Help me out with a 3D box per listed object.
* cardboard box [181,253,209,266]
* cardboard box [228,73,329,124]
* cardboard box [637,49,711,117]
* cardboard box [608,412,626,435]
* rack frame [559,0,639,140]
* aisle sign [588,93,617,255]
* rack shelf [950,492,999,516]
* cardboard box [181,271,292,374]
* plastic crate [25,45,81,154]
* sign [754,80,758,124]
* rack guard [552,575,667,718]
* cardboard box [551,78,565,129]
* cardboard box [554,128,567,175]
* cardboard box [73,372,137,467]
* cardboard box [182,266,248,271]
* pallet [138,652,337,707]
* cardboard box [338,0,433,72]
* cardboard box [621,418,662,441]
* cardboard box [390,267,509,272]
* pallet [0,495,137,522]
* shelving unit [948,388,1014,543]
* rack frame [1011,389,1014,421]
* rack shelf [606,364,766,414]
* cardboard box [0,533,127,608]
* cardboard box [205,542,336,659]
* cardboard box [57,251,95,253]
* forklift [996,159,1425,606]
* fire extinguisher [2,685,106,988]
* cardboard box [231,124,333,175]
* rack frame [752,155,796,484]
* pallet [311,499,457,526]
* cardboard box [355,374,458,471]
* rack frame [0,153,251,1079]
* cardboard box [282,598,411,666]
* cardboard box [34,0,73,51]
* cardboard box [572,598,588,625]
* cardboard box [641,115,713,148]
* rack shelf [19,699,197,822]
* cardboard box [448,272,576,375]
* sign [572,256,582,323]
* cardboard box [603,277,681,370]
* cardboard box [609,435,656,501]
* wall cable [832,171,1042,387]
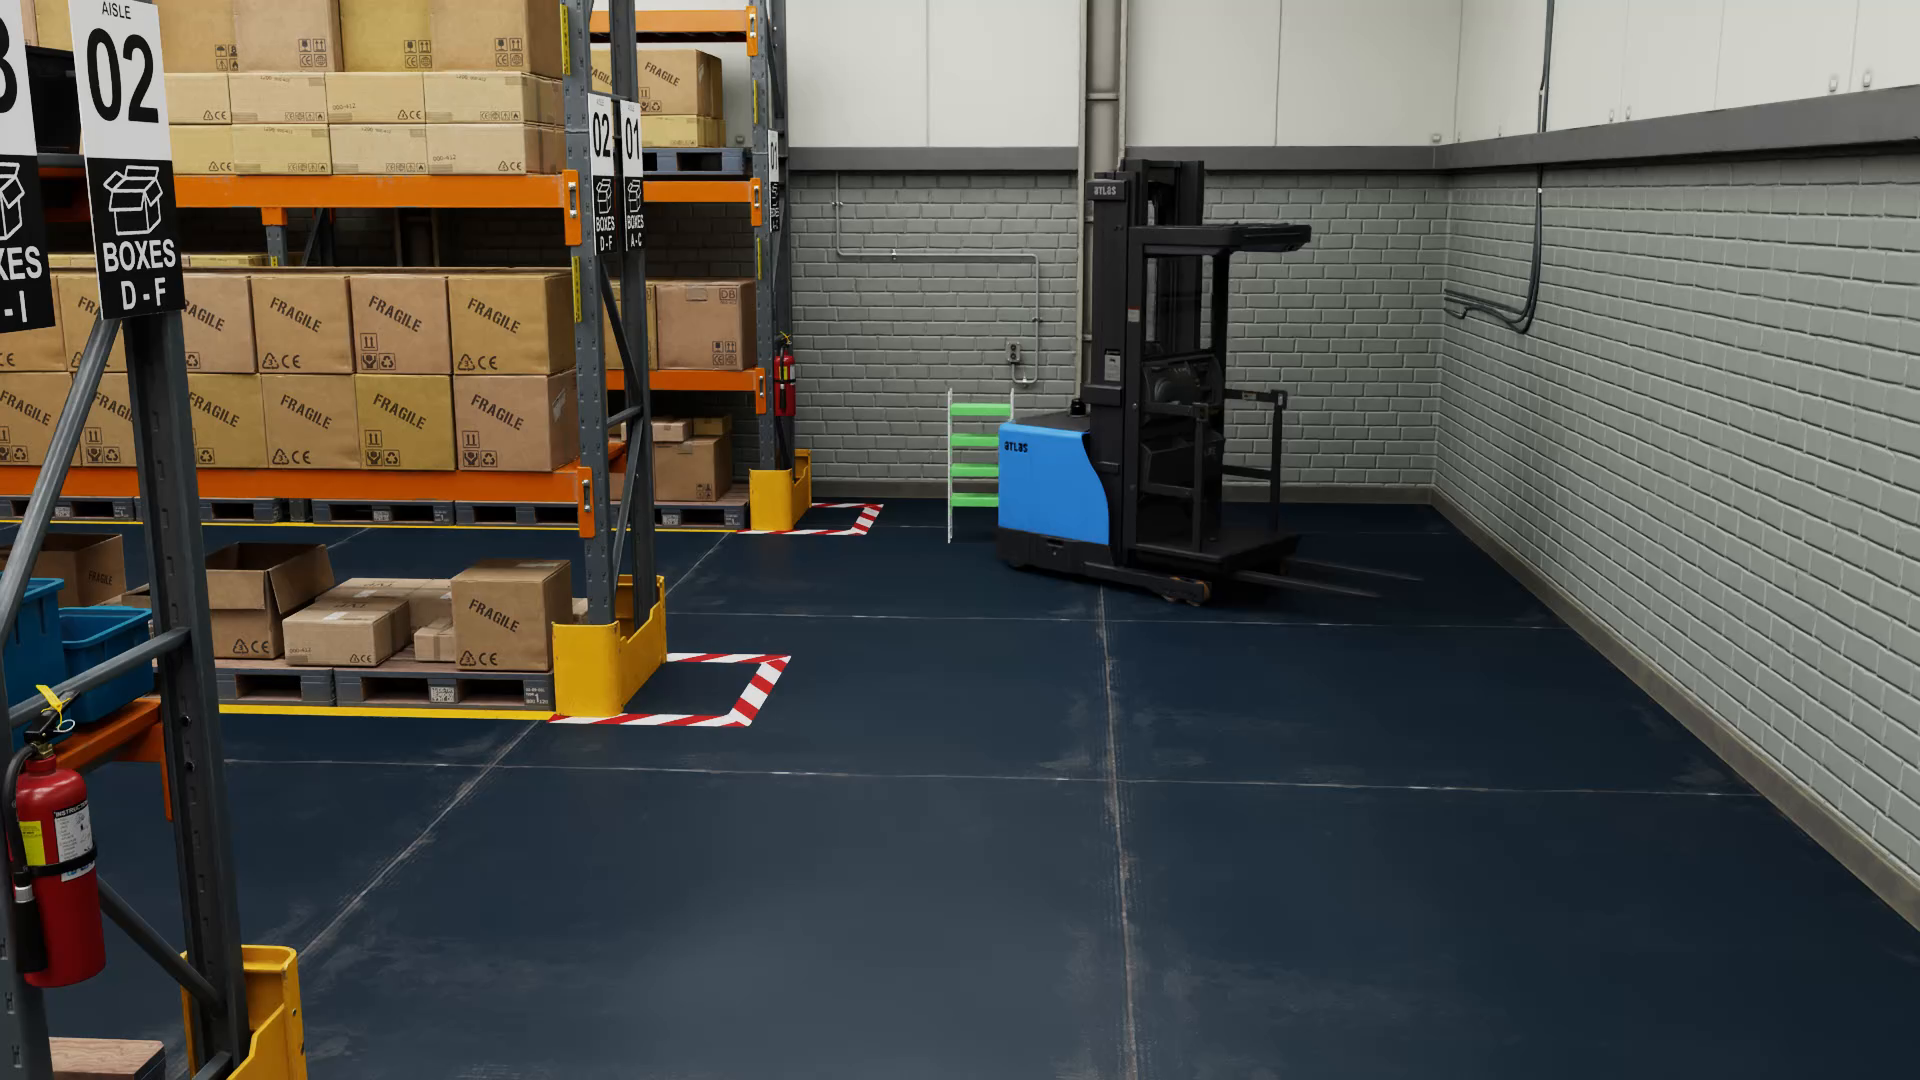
[{"bbox_3d":[-6.524,-2.251,13.853,0.500,0.250,0.500,1,12,5],"label":"cardboard box"},{"bbox_3d":[-3.395,-2.259,8.559,0.500,0.250,0.500,1,12,4],"label":"cardboard box"},{"bbox_3d":[-2.289,-3.633,13.247,0.500,0.500,0.500,1,12,4],"label":"cardboard box"},{"bbox_3d":[-2.863,-1.000,14.218,0.250,0.149,0.380,1,12,4],"label":"cardboard box"},{"bbox_3d":[-1.868,-3.586,8.435,0.127,3.000,1.000,1,12,4],"label":"rack frame"},{"bbox_3d":[-1.820,-1.859,8.479,0.004,0.787,0.394,1,12,4],"label":"aisle sign"},{"bbox_3d":[0.165,-0.288,13.197,0.480,0.148,0.258,1,12,4],"label":"rack shelf"},{"bbox_3d":[-3.865,-1.158,8.792,0.500,0.500,0.500,1,12,6],"label":"cardboard box"},{"bbox_3d":[-2.568,-1.104,4.215,0.590,0.269,0.497,1,12,4],"label":"plastic crate"},{"bbox_3d":[-1.591,-3.414,12.968,0.005,0.325,0.100,1,12,4],"label":"sign"},{"bbox_3d":[-1.944,0.573,9.310,0.348,0.500,1.175,1,12,4],"label":"rack guard"},{"bbox_3d":[-2.363,-2.350,8.994,0.500,0.250,0.500,1,12,4],"label":"cardboard box"},{"bbox_3d":[-2.364,-2.104,9.039,0.500,0.250,0.500,1,12,4],"label":"cardboard box"},{"bbox_3d":[-4.359,-0.677,8.935,0.500,0.500,0.500,1,12,3],"label":"cardboard box"},{"bbox_3d":[-4.323,-1.276,9.354,0.500,0.500,0.500,1,12,4],"label":"cardboard box"},{"bbox_3d":[-3.953,0.686,9.473,1.213,0.211,1.003,1,12,4],"label":"pallet"},{"bbox_3d":[-2.875,-2.684,8.762,0.500,0.500,0.700,1,12,4],"label":"cardboard box"},{"bbox_3d":[-2.641,-0.918,13.828,0.250,0.149,0.380,1,12,5],"label":"cardboard box"},{"bbox_3d":[-2.815,-1.254,9.250,0.500,0.500,0.500,1,12,4],"label":"cardboard box"},{"bbox_3d":[-7.527,-0.363,14.488,1.213,0.211,1.003,1,12,4],"label":"pallet"},{"bbox_3d":[0.165,-0.585,13.134,0.503,1.200,0.258,1,12,4],"label":"shelving unit"},{"bbox_3d":[0.409,-0.582,13.118,0.015,1.200,0.240,1,12,4],"label":"rack frame"},{"bbox_3d":[-3.536,-1.337,14.091,4.000,0.370,1.077,1,12,4],"label":"rack shelf"},{"bbox_3d":[-5.272,0.253,9.761,0.500,0.500,0.500,1,12,4],"label":"cardboard box"},{"bbox_3d":[-3.984,0.327,9.403,0.637,0.503,0.797,1,12,4],"label":"cardboard box"},{"bbox_3d":[-7.517,-2.367,14.407,0.500,0.250,0.500,1,12,2],"label":"cardboard box"},{"bbox_3d":[1.709,-1.113,11.430,3.031,2.935,1.130,10,16,40],"label":"forklift"},{"bbox_3d":[-2.083,0.677,3.804,0.183,0.674,0.296,1,12,4],"label":"fire extinguisher"},{"bbox_3d":[-3.396,-2.011,8.597,0.500,0.250,0.500,1,12,4],"label":"cardboard box"},{"bbox_3d":[-1.541,-1.662,13.887,0.127,3.000,1.000,1,12,4],"label":"rack frame"},{"bbox_3d":[-4.778,-0.325,14.308,1.213,0.211,1.003,1,12,4],"label":"pallet"},{"bbox_3d":[-2.851,-0.656,8.833,0.500,0.500,0.500,1,12,4],"label":"cardboard box"},{"bbox_3d":[-2.203,0.362,4.211,0.127,3.000,1.000,1,12,4],"label":"rack frame"},{"bbox_3d":[-3.373,0.504,9.172,0.500,0.250,0.500,1,12,4],"label":"cardboard box"},{"bbox_3d":[-4.383,-2.671,8.698,0.500,0.500,0.700,1,12,4],"label":"cardboard box"},{"bbox_3d":[-2.263,0.454,9.659,0.250,0.149,0.380,1,12,4],"label":"cardboard box"},{"bbox_3d":[-2.289,-3.267,13.331,0.500,0.250,0.500,1,12,5],"label":"cardboard box"},{"bbox_3d":[-4.198,0.687,4.416,4.000,0.370,1.077,1,12,4],"label":"rack shelf"},{"bbox_3d":[-2.331,-1.138,8.697,0.500,0.500,0.500,1,12,3],"label":"cardboard box"},{"bbox_3d":[-1.925,-1.258,8.357,0.005,0.325,0.100,1,12,4],"label":"sign"},{"bbox_3d":[-2.777,-1.821,13.917,0.700,0.700,0.980,1,12,3],"label":"cardboard box"},{"bbox_3d":[-2.745,-0.640,14.081,0.500,0.500,0.700,1,12,4],"label":"cardboard box"},{"bbox_3d":[-0.200,-2.335,14.623,1.851,1.984,0.084,1,12,4],"label":"wall cable"}]
